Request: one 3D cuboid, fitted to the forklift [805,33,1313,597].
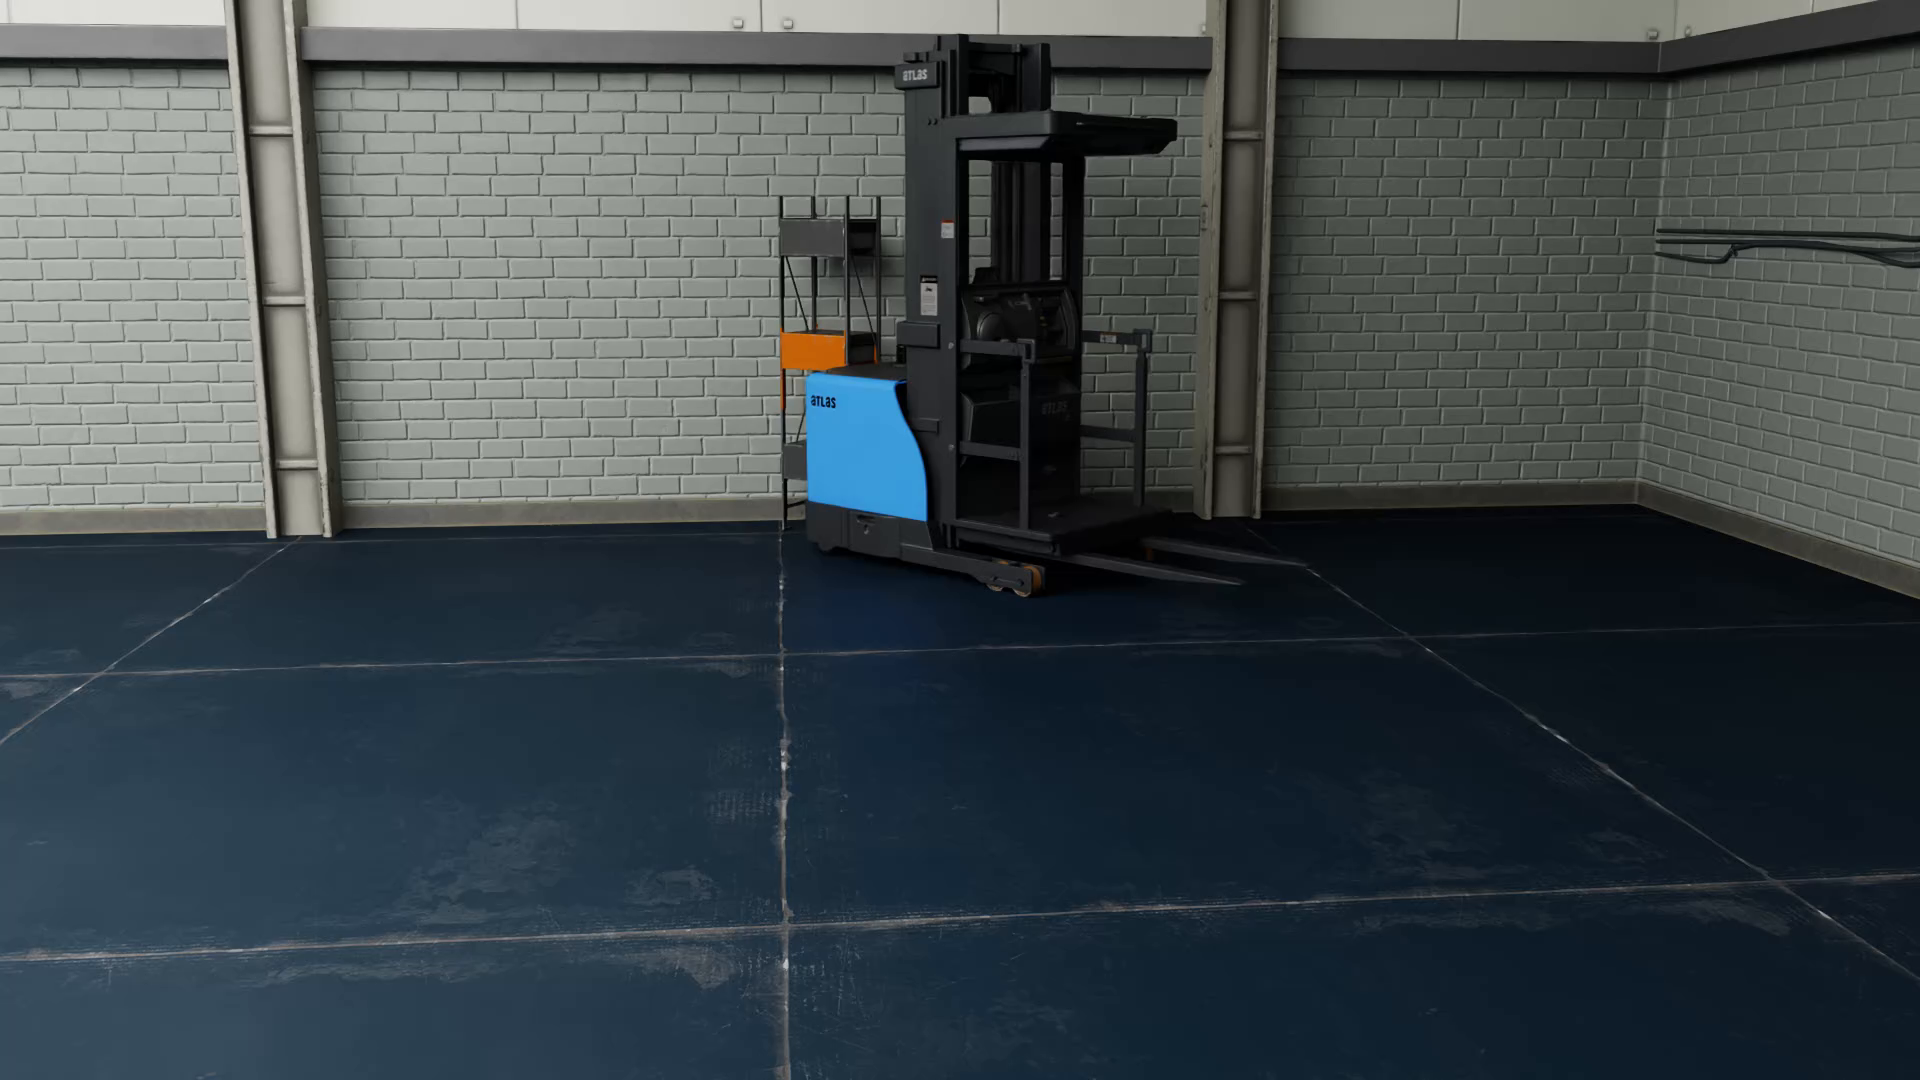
[{"bbox_3d":[0.491,-1.249,9.122,3.031,2.935,1.130,10,15,42],"label":"forklift"}]

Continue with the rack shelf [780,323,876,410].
[{"bbox_3d":[-0.817,-1.088,10.519,0.480,0.518,0.431,7,13,28],"label":"rack shelf"}]

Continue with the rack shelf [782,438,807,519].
[{"bbox_3d":[-0.822,-0.402,10.656,0.480,0.518,0.431,7,13,28],"label":"rack shelf"}]

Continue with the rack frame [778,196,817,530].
[{"bbox_3d":[-1.031,-1.126,10.630,0.015,2.100,0.400,7,13,28],"label":"rack frame"}]

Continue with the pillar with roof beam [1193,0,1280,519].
[{"bbox_3d":[2.265,-3.760,6.167,0.400,9.000,9.100,-1,11,-6],"label":"pillar with roof beam"}]

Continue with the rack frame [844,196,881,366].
[{"bbox_3d":[-0.603,-1.077,10.401,0.015,2.100,0.400,7,13,28],"label":"rack frame"}]

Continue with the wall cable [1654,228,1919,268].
[{"bbox_3d":[4.872,-2.870,9.688,0.112,2.526,3.097,-1,11,-6],"label":"wall cable"}]

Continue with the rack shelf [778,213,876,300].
[{"bbox_3d":[-0.812,-1.774,10.381,0.480,0.518,0.431,7,13,28],"label":"rack shelf"}]

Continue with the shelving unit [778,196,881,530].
[{"bbox_3d":[-0.817,-1.101,10.516,0.503,2.100,0.431,7,13,28],"label":"shelving unit"}]

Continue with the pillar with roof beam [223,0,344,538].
[{"bbox_3d":[-3.700,-3.635,5.531,0.400,9.000,9.100,-1,11,-6],"label":"pillar with roof beam"}]
